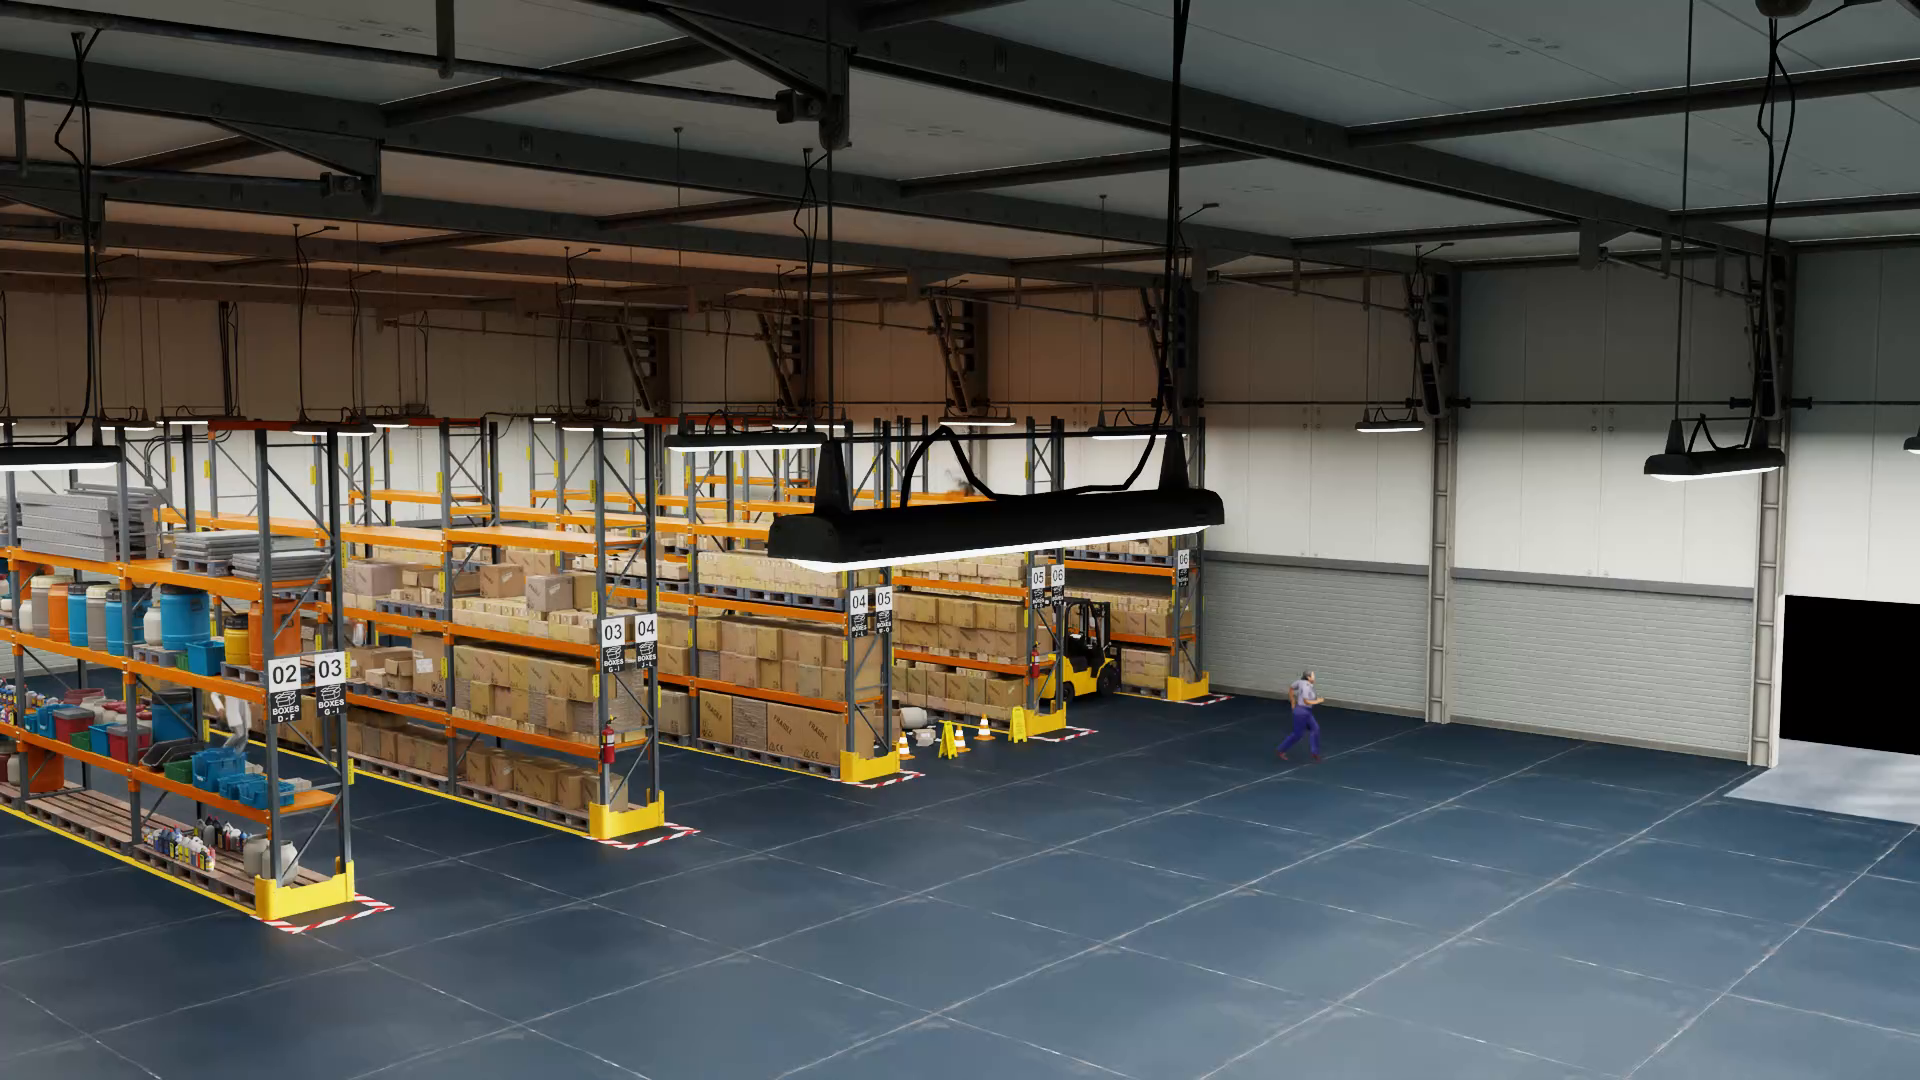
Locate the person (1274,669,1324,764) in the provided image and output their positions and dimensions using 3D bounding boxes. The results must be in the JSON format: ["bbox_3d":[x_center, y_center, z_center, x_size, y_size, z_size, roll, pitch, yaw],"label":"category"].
[{"bbox_3d":[5.952,3.104,29.148,0.868,1.694,0.627,0,5,6],"label":"person"}]

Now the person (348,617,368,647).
[{"bbox_3d":[-13.109,2.443,36.045,0.677,1.789,0.888,-4,6,-42],"label":"person"}]

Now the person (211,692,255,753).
[{"bbox_3d":[-12.544,3.034,28.939,0.644,1.706,0.704,4,6,37],"label":"person"}]
